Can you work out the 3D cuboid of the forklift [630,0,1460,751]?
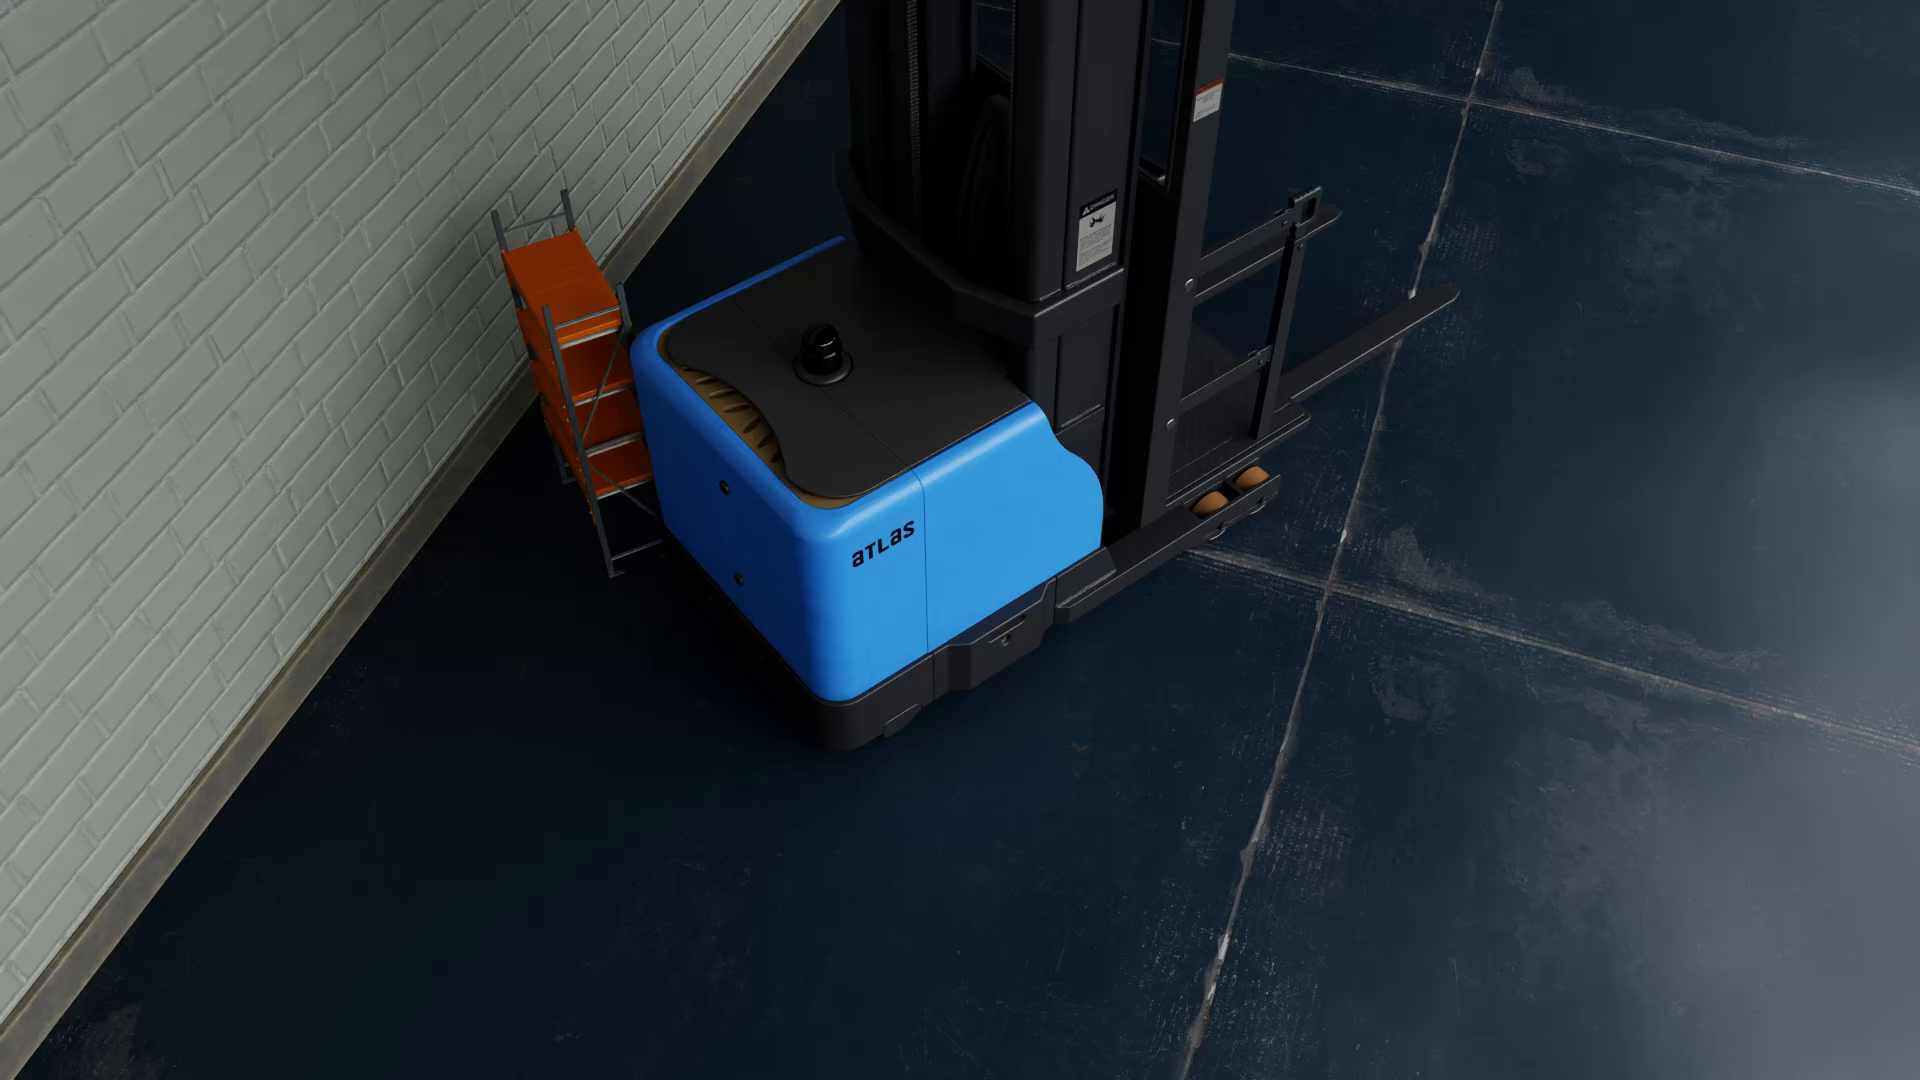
[{"bbox_3d":[0.491,-1.249,4.893,3.031,2.935,1.130,-31,56,-24],"label":"forklift"}]

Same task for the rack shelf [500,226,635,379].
[{"bbox_3d":[-1.197,-0.731,5.069,0.258,0.148,0.480,-21,52,-18],"label":"rack shelf"}]

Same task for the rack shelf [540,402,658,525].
[{"bbox_3d":[-1.197,-0.299,5.567,0.258,0.148,0.480,-21,52,-18],"label":"rack shelf"}]

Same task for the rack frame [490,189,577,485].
[{"bbox_3d":[-1.309,-0.637,5.508,0.240,1.200,0.015,-21,52,-18],"label":"rack frame"}]

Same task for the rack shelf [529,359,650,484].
[{"bbox_3d":[-1.197,-0.429,5.417,0.258,0.148,0.480,-21,52,-18],"label":"rack shelf"}]

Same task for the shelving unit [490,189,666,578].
[{"bbox_3d":[-1.197,-0.473,5.366,0.258,1.200,0.503,-21,52,-18],"label":"shelving unit"}]

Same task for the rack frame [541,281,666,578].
[{"bbox_3d":[-1.084,-0.310,5.224,0.240,1.200,0.015,-21,52,-18],"label":"rack frame"}]

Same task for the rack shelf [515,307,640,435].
[{"bbox_3d":[-1.197,-0.576,5.248,0.258,0.148,0.480,-21,52,-18],"label":"rack shelf"}]
